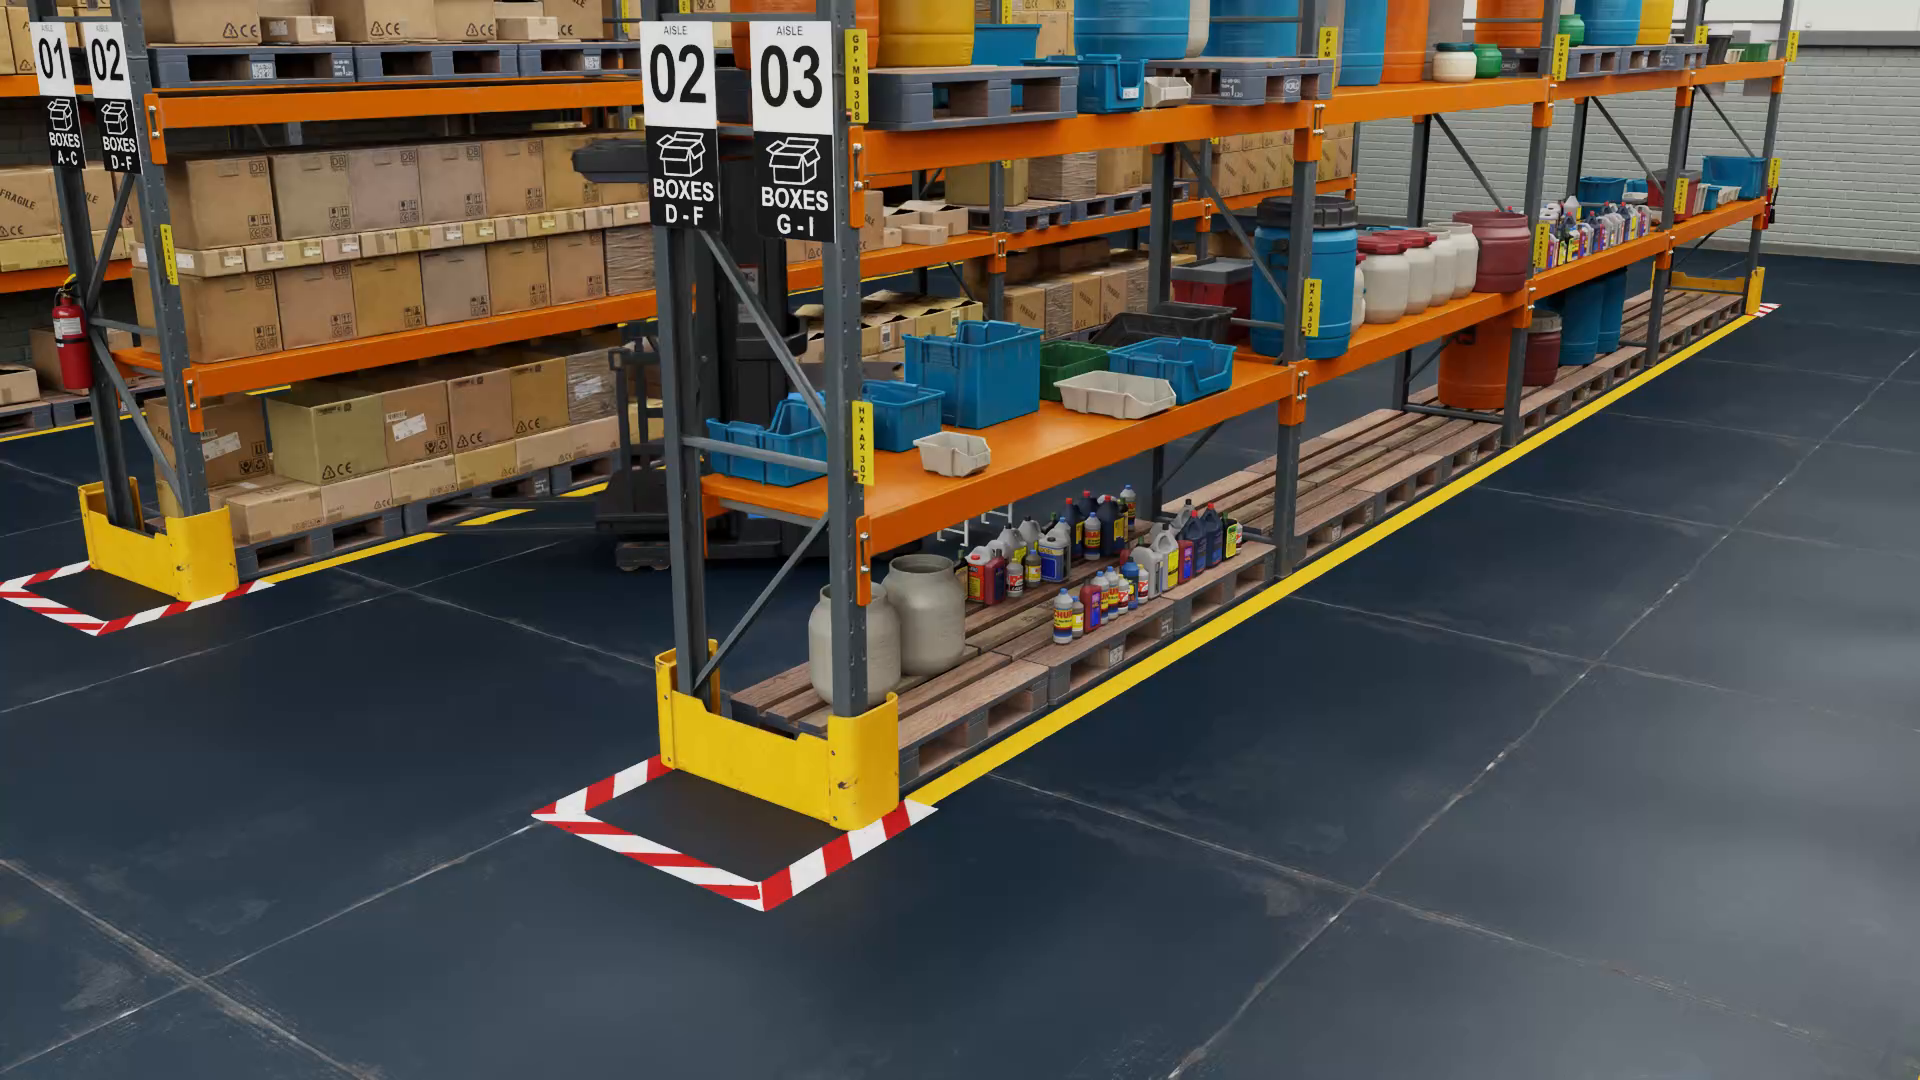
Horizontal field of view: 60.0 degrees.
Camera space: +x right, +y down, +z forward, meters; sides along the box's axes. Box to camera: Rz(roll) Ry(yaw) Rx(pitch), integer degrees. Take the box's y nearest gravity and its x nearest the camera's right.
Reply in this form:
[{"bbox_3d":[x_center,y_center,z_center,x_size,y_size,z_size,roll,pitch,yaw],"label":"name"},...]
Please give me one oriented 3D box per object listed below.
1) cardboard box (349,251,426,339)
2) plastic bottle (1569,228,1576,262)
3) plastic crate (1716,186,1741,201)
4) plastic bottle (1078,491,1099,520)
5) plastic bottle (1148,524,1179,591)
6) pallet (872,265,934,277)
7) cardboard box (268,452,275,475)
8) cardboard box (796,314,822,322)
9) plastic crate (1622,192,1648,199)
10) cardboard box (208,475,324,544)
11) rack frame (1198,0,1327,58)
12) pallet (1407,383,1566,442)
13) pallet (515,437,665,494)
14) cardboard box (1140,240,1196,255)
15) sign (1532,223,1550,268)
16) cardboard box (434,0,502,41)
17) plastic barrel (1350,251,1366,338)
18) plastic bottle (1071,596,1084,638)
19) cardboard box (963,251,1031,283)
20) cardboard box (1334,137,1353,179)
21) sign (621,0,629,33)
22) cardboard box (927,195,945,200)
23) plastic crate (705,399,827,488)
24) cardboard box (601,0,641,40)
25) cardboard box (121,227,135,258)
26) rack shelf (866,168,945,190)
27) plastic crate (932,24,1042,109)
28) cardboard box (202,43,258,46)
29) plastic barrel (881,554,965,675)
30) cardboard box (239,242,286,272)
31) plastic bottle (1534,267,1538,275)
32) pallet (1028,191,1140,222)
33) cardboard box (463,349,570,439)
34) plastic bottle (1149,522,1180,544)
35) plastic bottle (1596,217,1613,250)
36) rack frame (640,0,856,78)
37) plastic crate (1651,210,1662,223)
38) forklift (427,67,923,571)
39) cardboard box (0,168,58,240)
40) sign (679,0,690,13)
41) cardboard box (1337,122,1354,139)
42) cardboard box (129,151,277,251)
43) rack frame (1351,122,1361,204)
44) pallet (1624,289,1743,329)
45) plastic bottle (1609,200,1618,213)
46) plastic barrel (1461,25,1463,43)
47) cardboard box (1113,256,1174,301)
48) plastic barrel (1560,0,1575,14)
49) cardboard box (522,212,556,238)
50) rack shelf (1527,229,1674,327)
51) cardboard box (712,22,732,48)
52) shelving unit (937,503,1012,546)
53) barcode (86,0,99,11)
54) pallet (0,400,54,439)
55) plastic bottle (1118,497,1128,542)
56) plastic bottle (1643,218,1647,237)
[{"bbox_3d":[-3.892,-1.617,10.723,0.700,0.500,0.500,13,21,35],"label":"cardboard box"},{"bbox_3d":[5.054,-2.450,13.793,0.097,0.271,0.097,0,17,0],"label":"plastic bottle"},{"bbox_3d":[8.379,-3.828,18.356,0.396,0.136,0.243,12,21,35],"label":"plastic crate"},{"bbox_3d":[0.755,-0.119,9.795,0.144,0.351,0.185,13,22,36],"label":"plastic bottle"},{"bbox_3d":[1.111,0.089,9.125,0.144,0.351,0.185,12,21,34],"label":"plastic bottle"},{"bbox_3d":[-1.104,-3.785,22.576,1.003,0.211,1.213,12,21,35],"label":"pallet"},{"bbox_3d":[-4.419,-0.405,10.920,0.500,0.250,0.500,12,21,35],"label":"cardboard box"},{"bbox_3d":[-1.489,-1.834,14.576,0.500,0.311,0.500,12,21,34],"label":"cardboard box"},{"bbox_3d":[7.132,-3.569,17.523,0.293,0.136,0.466,12,21,35],"label":"plastic crate"},{"bbox_3d":[-4.291,-0.193,10.234,0.500,0.250,0.500,12,21,35],"label":"cardboard box"},{"bbox_3d":[1.570,-4.158,8.961,1.000,3.000,0.127,12,21,35],"label":"rack frame"},{"bbox_3d":[4.389,-1.109,13.961,1.003,0.211,1.213,12,21,35],"label":"pallet"},{"bbox_3d":[-2.914,-0.656,12.500,1.003,0.211,1.213,12,21,35],"label":"pallet"},{"bbox_3d":[2.472,-3.277,19.712,0.500,0.500,0.500,12,21,35],"label":"cardboard box"},{"bbox_3d":[4.399,-2.228,12.587,0.100,0.325,0.005,12,21,35],"label":"sign"},{"bbox_3d":[-3.489,-3.549,10.938,0.797,0.503,0.637,15,23,41],"label":"cardboard box"},{"bbox_3d":[2.316,-1.547,10.440,0.433,0.535,0.433,0,17,0],"label":"plastic barrel"},{"bbox_3d":[0.579,0.384,8.425,0.097,0.201,0.097,0,17,0],"label":"plastic bottle"},{"bbox_3d":[0.376,-2.775,16.831,0.500,0.250,0.500,13,22,37],"label":"cardboard box"},{"bbox_3d":[4.696,-4.921,21.363,0.500,0.500,0.500,13,22,36],"label":"cardboard box"},{"bbox_3d":[-3.569,-5.580,17.724,0.100,0.325,0.005,12,21,35],"label":"sign"},{"bbox_3d":[-0.414,-4.797,23.547,0.380,0.149,0.250,13,21,35],"label":"cardboard box"},{"bbox_3d":[-0.756,-0.442,7.359,0.499,0.251,0.616,12,21,35],"label":"plastic crate"},{"bbox_3d":[-3.766,-5.811,18.429,0.700,0.500,0.500,11,20,30],"label":"cardboard box"},{"bbox_3d":[-7.016,-2.576,14.200,0.500,0.250,0.500,12,21,34],"label":"cardboard box"},{"bbox_3d":[-0.428,-5.082,23.265,1.077,0.370,4.000,12,21,35],"label":"rack shelf"},{"bbox_3d":[0.081,-2.273,7.974,0.392,0.384,0.575,12,21,35],"label":"plastic crate"},{"bbox_3d":[-6.491,-4.369,14.496,0.500,0.500,0.500,13,22,36],"label":"cardboard box"},{"bbox_3d":[-0.184,0.357,8.022,0.421,0.512,0.421,0,17,0],"label":"plastic barrel"},{"bbox_3d":[-4.228,-1.693,9.876,0.380,0.149,0.250,12,21,33],"label":"cardboard box"},{"bbox_3d":[4.470,-2.233,13.085,0.152,0.276,0.135,12,21,35],"label":"plastic bottle"},{"bbox_3d":[1.132,-3.495,17.263,1.003,0.211,1.213,12,21,35],"label":"pallet"},{"bbox_3d":[-3.109,-1.029,11.664,0.500,0.500,0.500,12,21,35],"label":"cardboard box"},{"bbox_3d":[1.169,0.027,9.449,0.152,0.276,0.135,12,21,35],"label":"plastic bottle"},{"bbox_3d":[5.625,-2.694,14.571,0.152,0.276,0.135,12,21,35],"label":"plastic bottle"},{"bbox_3d":[-0.814,-3.206,5.893,1.000,3.000,0.127,12,21,35],"label":"rack frame"},{"bbox_3d":[6.728,-3.187,16.292,0.396,0.136,0.243,12,21,35],"label":"plastic crate"},{"bbox_3d":[-1.776,-1.375,10.229,3.031,2.935,1.130,-1,17,-4],"label":"forklift"},{"bbox_3d":[-7.629,-2.686,13.289,0.500,0.500,0.500,12,21,33],"label":"cardboard box"},{"bbox_3d":[-1.960,-3.789,11.824,0.100,0.325,0.005,12,21,35],"label":"sign"},{"bbox_3d":[4.699,-5.398,21.215,0.500,0.500,0.500,12,21,34],"label":"cardboard box"},{"bbox_3d":[-4.470,-2.006,9.788,0.700,0.500,0.500,13,21,35],"label":"cardboard box"},{"bbox_3d":[4.744,-5.028,21.876,1.000,3.000,0.127,12,21,35],"label":"rack frame"},{"bbox_3d":[8.197,-2.630,18.858,1.003,0.211,1.213,12,21,35],"label":"pallet"},{"bbox_3d":[5.936,-2.924,15.185,0.144,0.351,0.185,12,21,35],"label":"plastic bottle"},{"bbox_3d":[3.522,-3.712,12.393,0.421,0.512,0.421,0,17,0],"label":"plastic barrel"},{"bbox_3d":[1.995,-2.807,18.197,0.500,0.500,0.500,13,21,35],"label":"cardboard box"},{"bbox_3d":[4.888,-4.393,13.837,0.433,0.535,0.433,0,17,0],"label":"plastic barrel"},{"bbox_3d":[-3.004,-2.182,11.451,0.380,0.149,0.250,12,21,34],"label":"cardboard box"},{"bbox_3d":[5.145,-2.379,14.559,1.077,0.370,4.000,12,21,35],"label":"rack shelf"},{"bbox_3d":[-2.031,-3.876,12.654,0.500,0.250,0.500,15,23,40],"label":"cardboard box"},{"bbox_3d":[0.099,-0.612,10.693,0.258,1.200,0.503,12,21,35],"label":"shelving unit"},{"bbox_3d":[-4.997,-3.084,9.579,0.001,0.075,0.075,12,21,35],"label":"barcode"},{"bbox_3d":[-8.212,-0.965,13.495,1.003,0.211,1.213,12,21,35],"label":"pallet"},{"bbox_3d":[0.943,-0.107,9.870,0.061,0.283,0.133,12,21,35],"label":"plastic bottle"},{"bbox_3d":[6.314,-2.920,15.425,0.097,0.201,0.097,0,17,0],"label":"plastic bottle"}]
